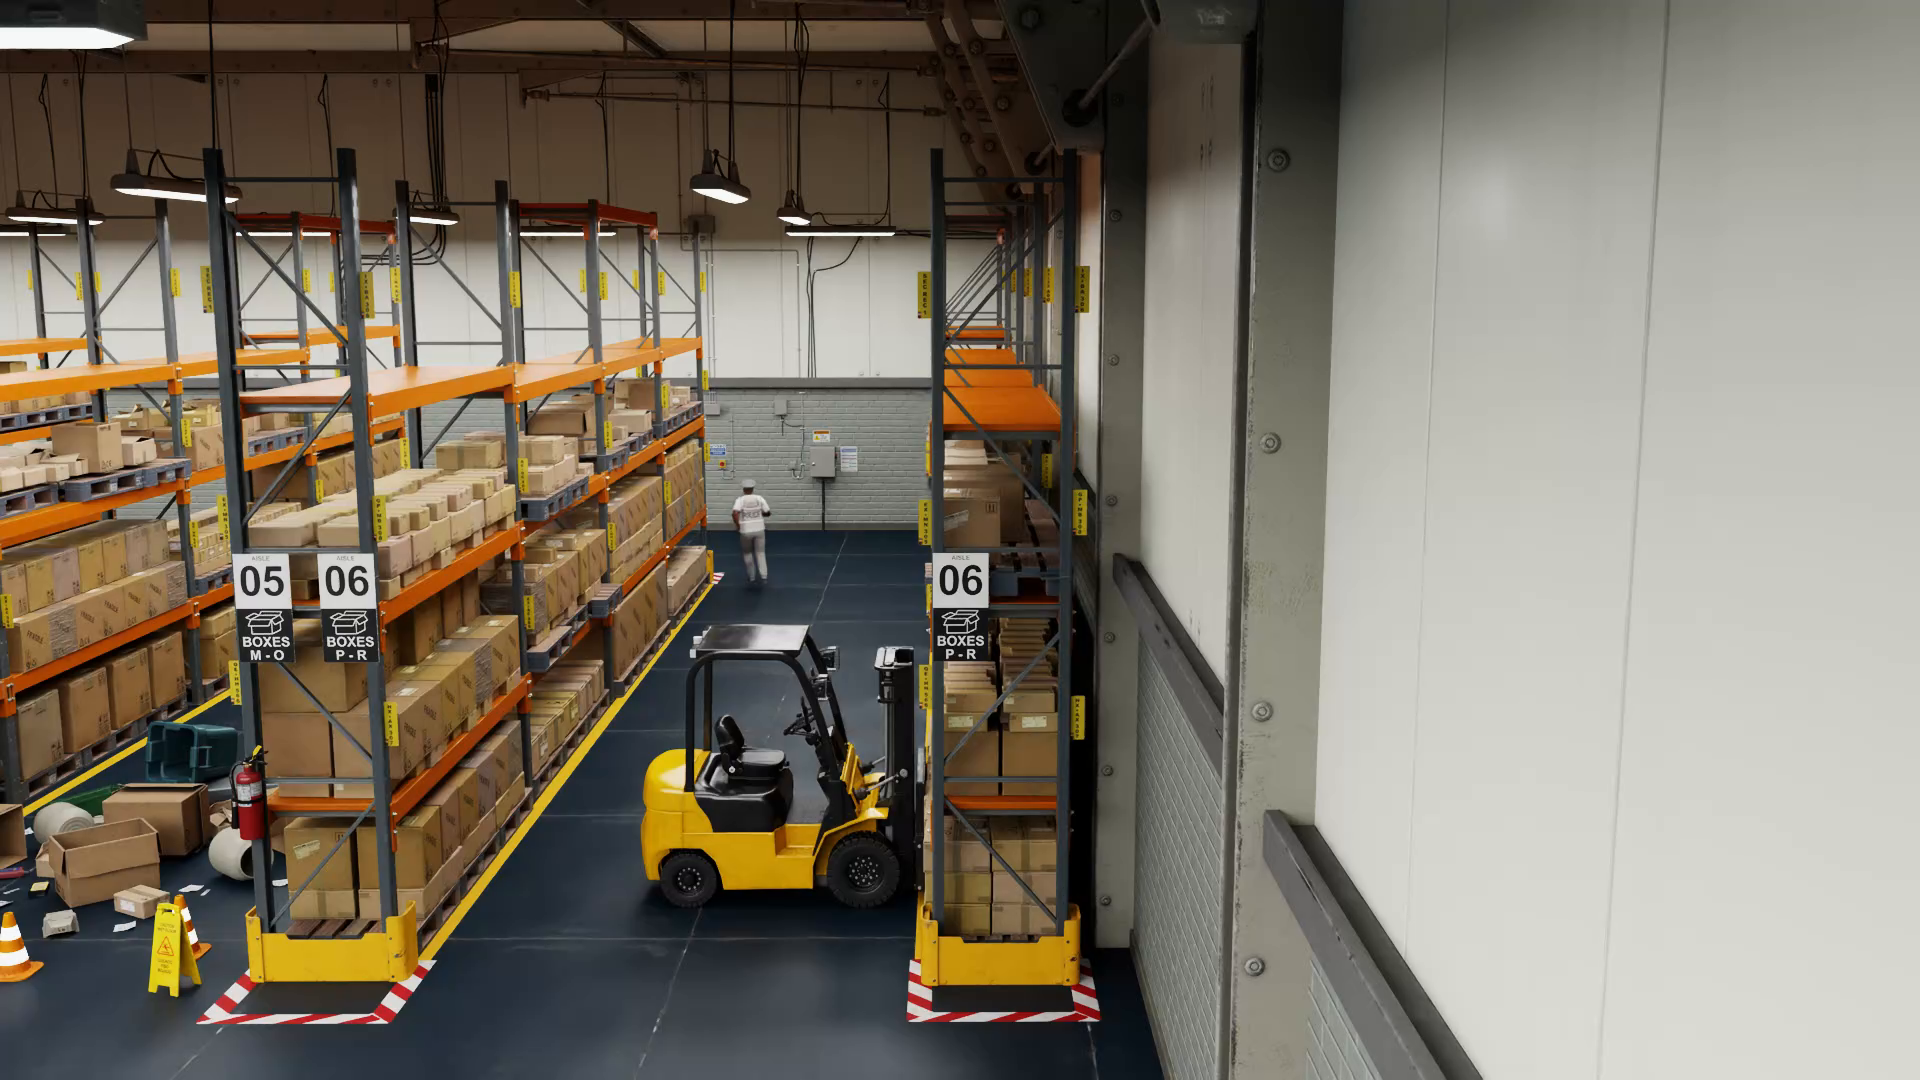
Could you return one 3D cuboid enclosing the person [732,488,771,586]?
[{"bbox_3d":[-3.458,-0.086,27.539,0.665,1.756,0.858,-2,9,-14],"label":"person"}]
